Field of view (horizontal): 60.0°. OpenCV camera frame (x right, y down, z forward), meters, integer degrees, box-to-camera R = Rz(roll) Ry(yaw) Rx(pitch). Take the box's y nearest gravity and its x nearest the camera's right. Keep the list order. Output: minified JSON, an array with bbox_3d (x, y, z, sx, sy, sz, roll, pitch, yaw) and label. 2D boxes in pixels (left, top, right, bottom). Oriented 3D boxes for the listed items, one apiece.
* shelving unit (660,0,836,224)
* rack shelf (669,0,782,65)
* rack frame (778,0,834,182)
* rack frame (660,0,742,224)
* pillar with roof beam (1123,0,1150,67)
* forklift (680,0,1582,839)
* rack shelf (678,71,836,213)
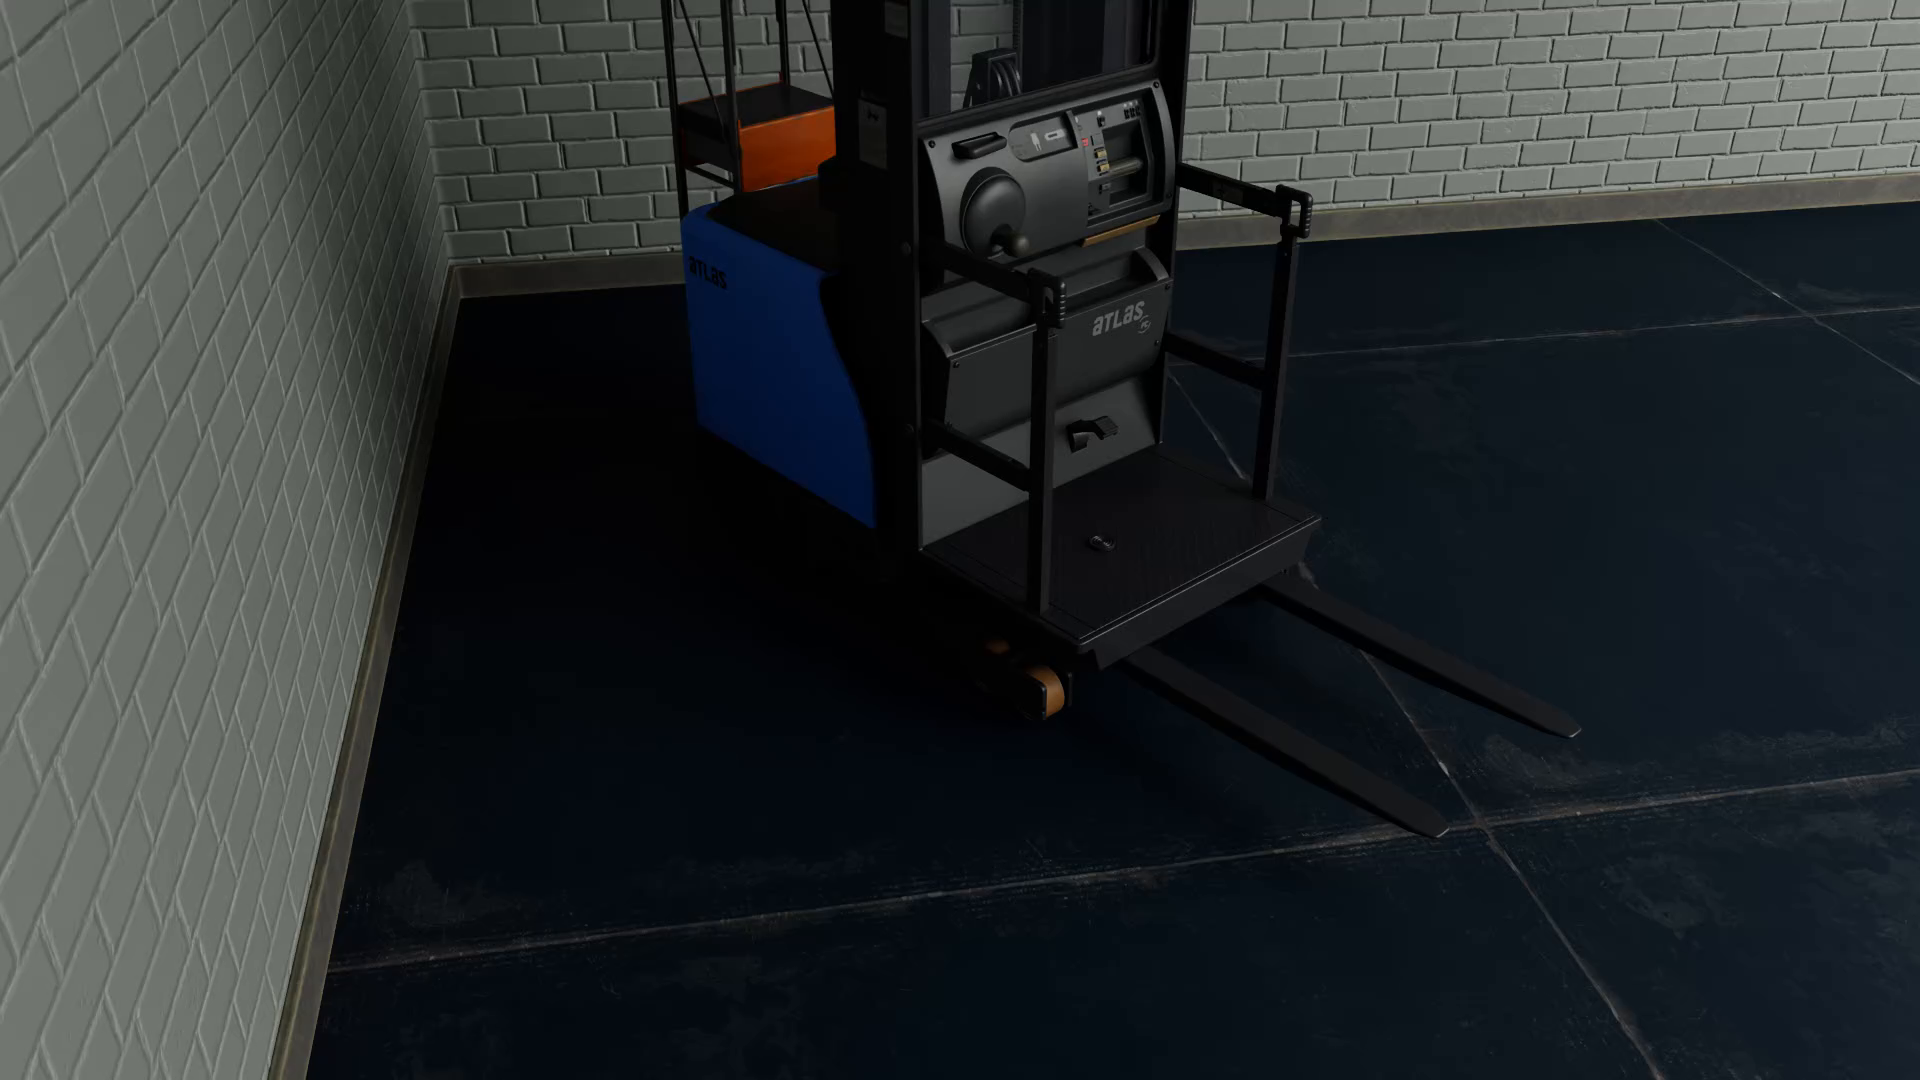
[{"bbox_3d":[-0.705,-1.362,5.995,0.503,2.100,0.431,-24,38,-35],"label":"shelving unit"},{"bbox_3d":[-0.705,-1.954,5.647,0.480,0.518,0.431,-24,38,-35],"label":"rack shelf"},{"bbox_3d":[-0.522,-1.444,6.134,0.015,2.100,0.400,-24,38,-35],"label":"rack frame"},{"bbox_3d":[-0.887,-1.280,5.855,0.015,2.100,0.400,-24,38,-35],"label":"rack frame"},{"bbox_3d":[1.425,-3.055,2.068,0.400,9.000,9.100,-5,31,-9],"label":"pillar with roof beam"},{"bbox_3d":[0.413,-1.027,4.606,1.130,2.935,3.031,-24,38,-35],"label":"forklift"},{"bbox_3d":[-0.705,-1.350,6.001,0.480,0.518,0.431,-24,38,-35],"label":"rack shelf"}]
